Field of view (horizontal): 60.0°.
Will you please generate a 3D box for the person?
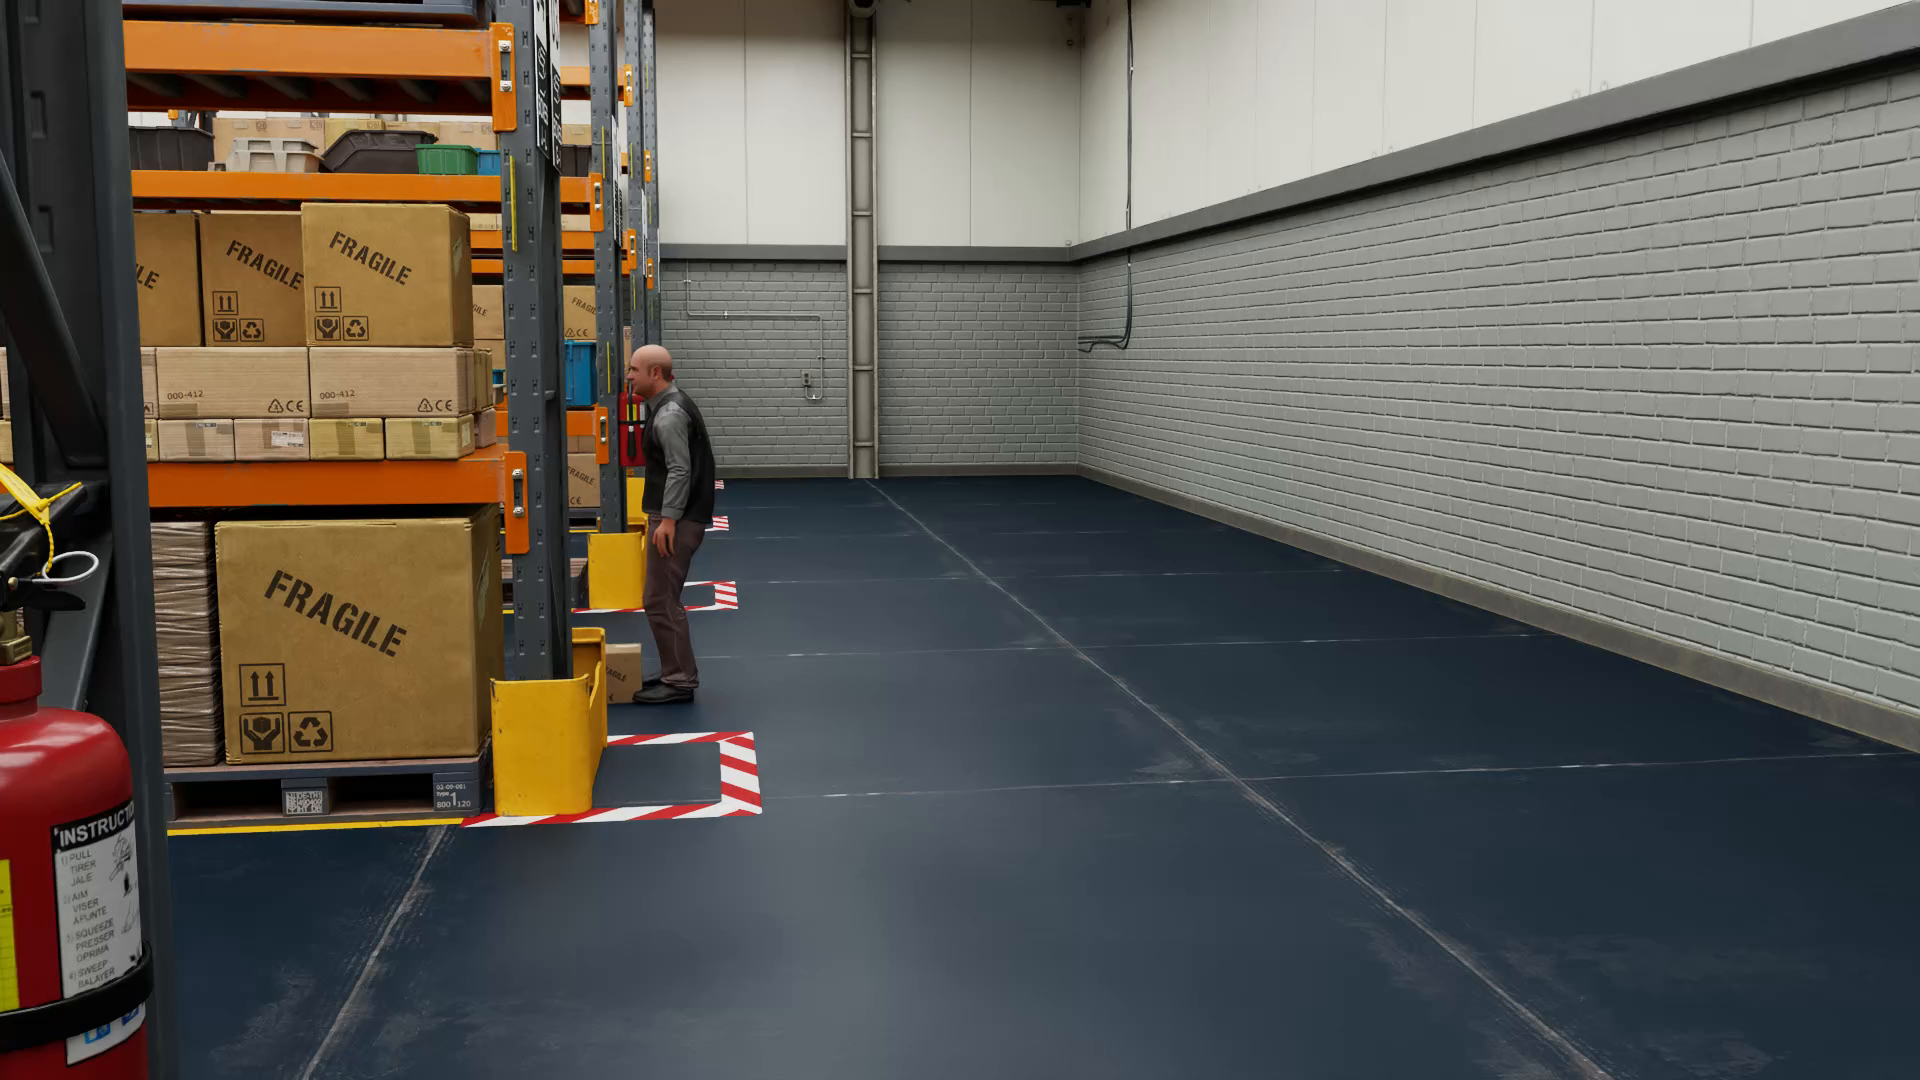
[{"bbox_3d":[-1.397,-0.084,8.074,0.422,1.719,0.580,-1,7,-11],"label":"person"}]
